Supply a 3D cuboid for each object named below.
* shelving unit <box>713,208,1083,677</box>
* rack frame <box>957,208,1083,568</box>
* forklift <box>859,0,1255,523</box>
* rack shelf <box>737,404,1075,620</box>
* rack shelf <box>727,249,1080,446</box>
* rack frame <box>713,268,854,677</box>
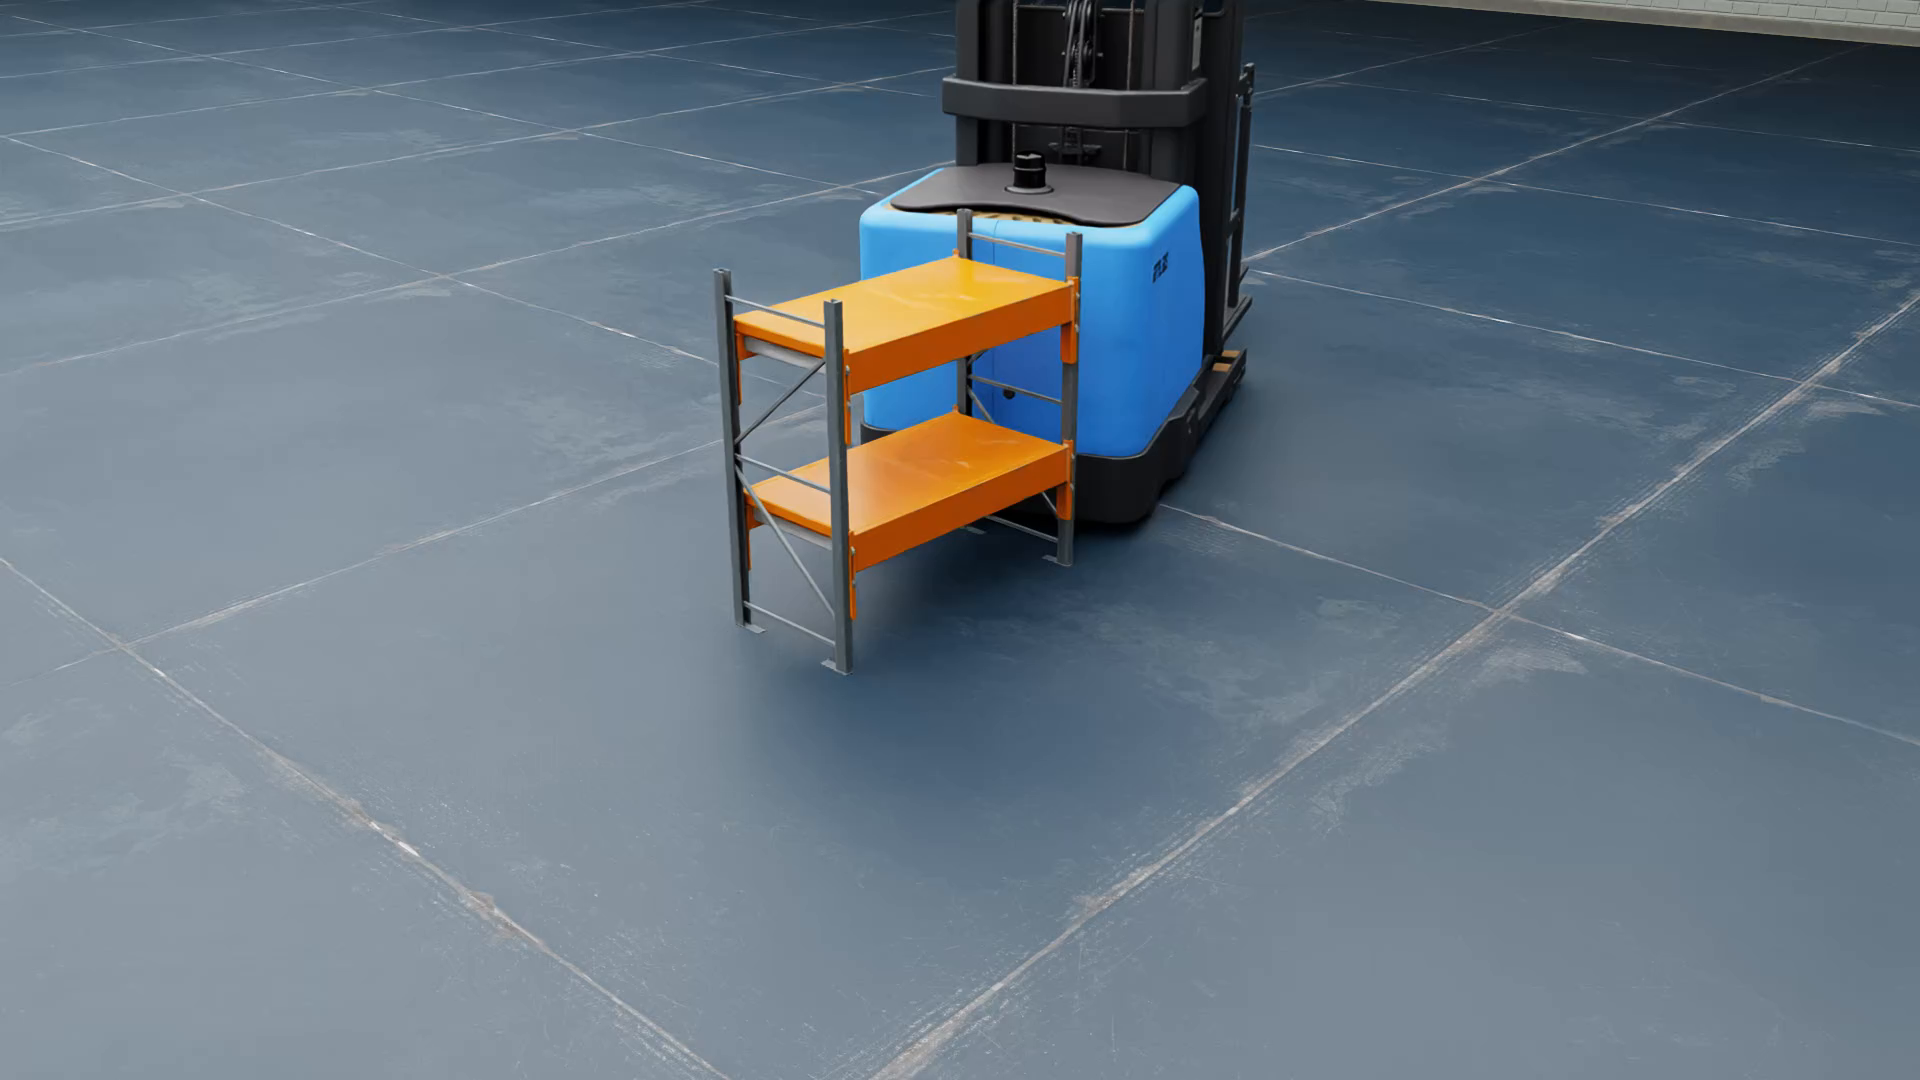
[{"bbox_3d":[-0.161,-0.339,5.132,0.538,1.125,1.048,21,31,38],"label":"shelving unit"},{"bbox_3d":[0.183,-0.492,5.473,0.500,1.125,0.032,21,31,38],"label":"rack frame"},{"bbox_3d":[0.610,-1.971,6.563,1.130,2.935,3.031,8,25,18],"label":"forklift"},{"bbox_3d":[-0.161,-0.116,5.232,0.538,0.278,1.000,21,31,38],"label":"rack shelf"},{"bbox_3d":[-0.161,-0.606,5.012,0.538,0.278,1.000,21,31,38],"label":"rack shelf"},{"bbox_3d":[-0.506,-0.186,4.791,0.500,1.125,0.032,21,31,38],"label":"rack frame"}]
